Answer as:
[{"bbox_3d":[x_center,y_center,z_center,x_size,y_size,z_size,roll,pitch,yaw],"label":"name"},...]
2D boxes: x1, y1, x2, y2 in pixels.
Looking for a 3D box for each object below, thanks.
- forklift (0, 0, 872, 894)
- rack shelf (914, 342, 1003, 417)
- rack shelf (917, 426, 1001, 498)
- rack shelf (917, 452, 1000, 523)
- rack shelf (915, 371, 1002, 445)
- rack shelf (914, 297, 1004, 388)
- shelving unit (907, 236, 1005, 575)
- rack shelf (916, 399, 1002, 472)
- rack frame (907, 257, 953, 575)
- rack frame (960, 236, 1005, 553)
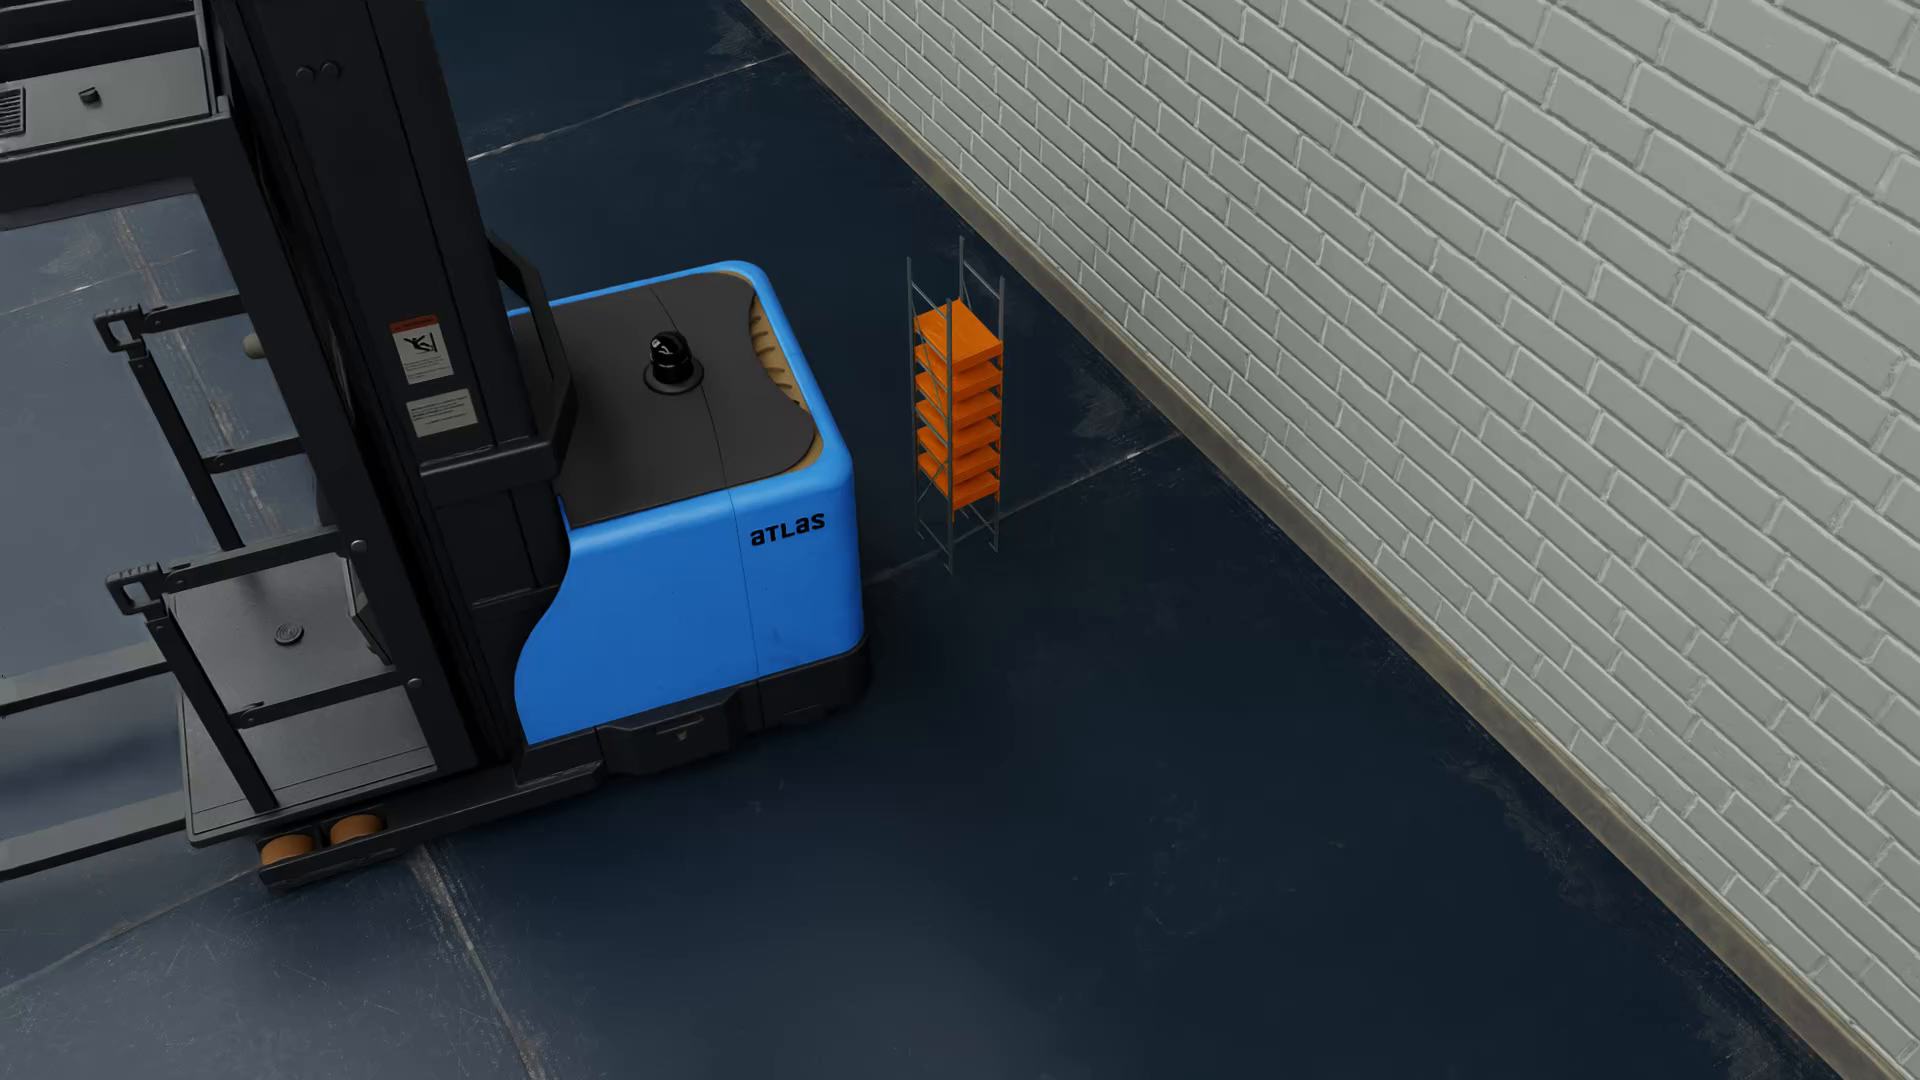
[{"bbox_3d":[-1.851,-0.413,4.155,3.031,2.935,1.130,-16,50,-14],"label":"forklift"},{"bbox_3d":[-0.012,-0.523,5.151,0.180,0.103,0.258,-25,53,-21],"label":"rack shelf"},{"bbox_3d":[-0.012,-0.284,5.420,0.180,0.103,0.258,-25,53,-21],"label":"rack shelf"},{"bbox_3d":[-0.012,-0.204,5.509,0.180,0.103,0.258,-25,53,-21],"label":"rack shelf"},{"bbox_3d":[-0.012,-0.444,5.240,0.180,0.103,0.258,-25,53,-21],"label":"rack shelf"},{"bbox_3d":[-0.012,-0.603,5.061,0.180,0.103,0.258,-25,53,-21],"label":"rack shelf"},{"bbox_3d":[-0.012,-0.393,5.297,0.189,1.200,0.258,-25,53,-21],"label":"shelving unit"},{"bbox_3d":[-0.012,-0.364,5.330,0.180,0.103,0.258,-25,53,-21],"label":"rack shelf"},{"bbox_3d":[-0.090,-0.357,5.264,0.006,1.200,0.240,-25,53,-21],"label":"rack frame"},{"bbox_3d":[0.065,-0.430,5.329,0.006,1.200,0.240,-25,53,-21],"label":"rack frame"}]
